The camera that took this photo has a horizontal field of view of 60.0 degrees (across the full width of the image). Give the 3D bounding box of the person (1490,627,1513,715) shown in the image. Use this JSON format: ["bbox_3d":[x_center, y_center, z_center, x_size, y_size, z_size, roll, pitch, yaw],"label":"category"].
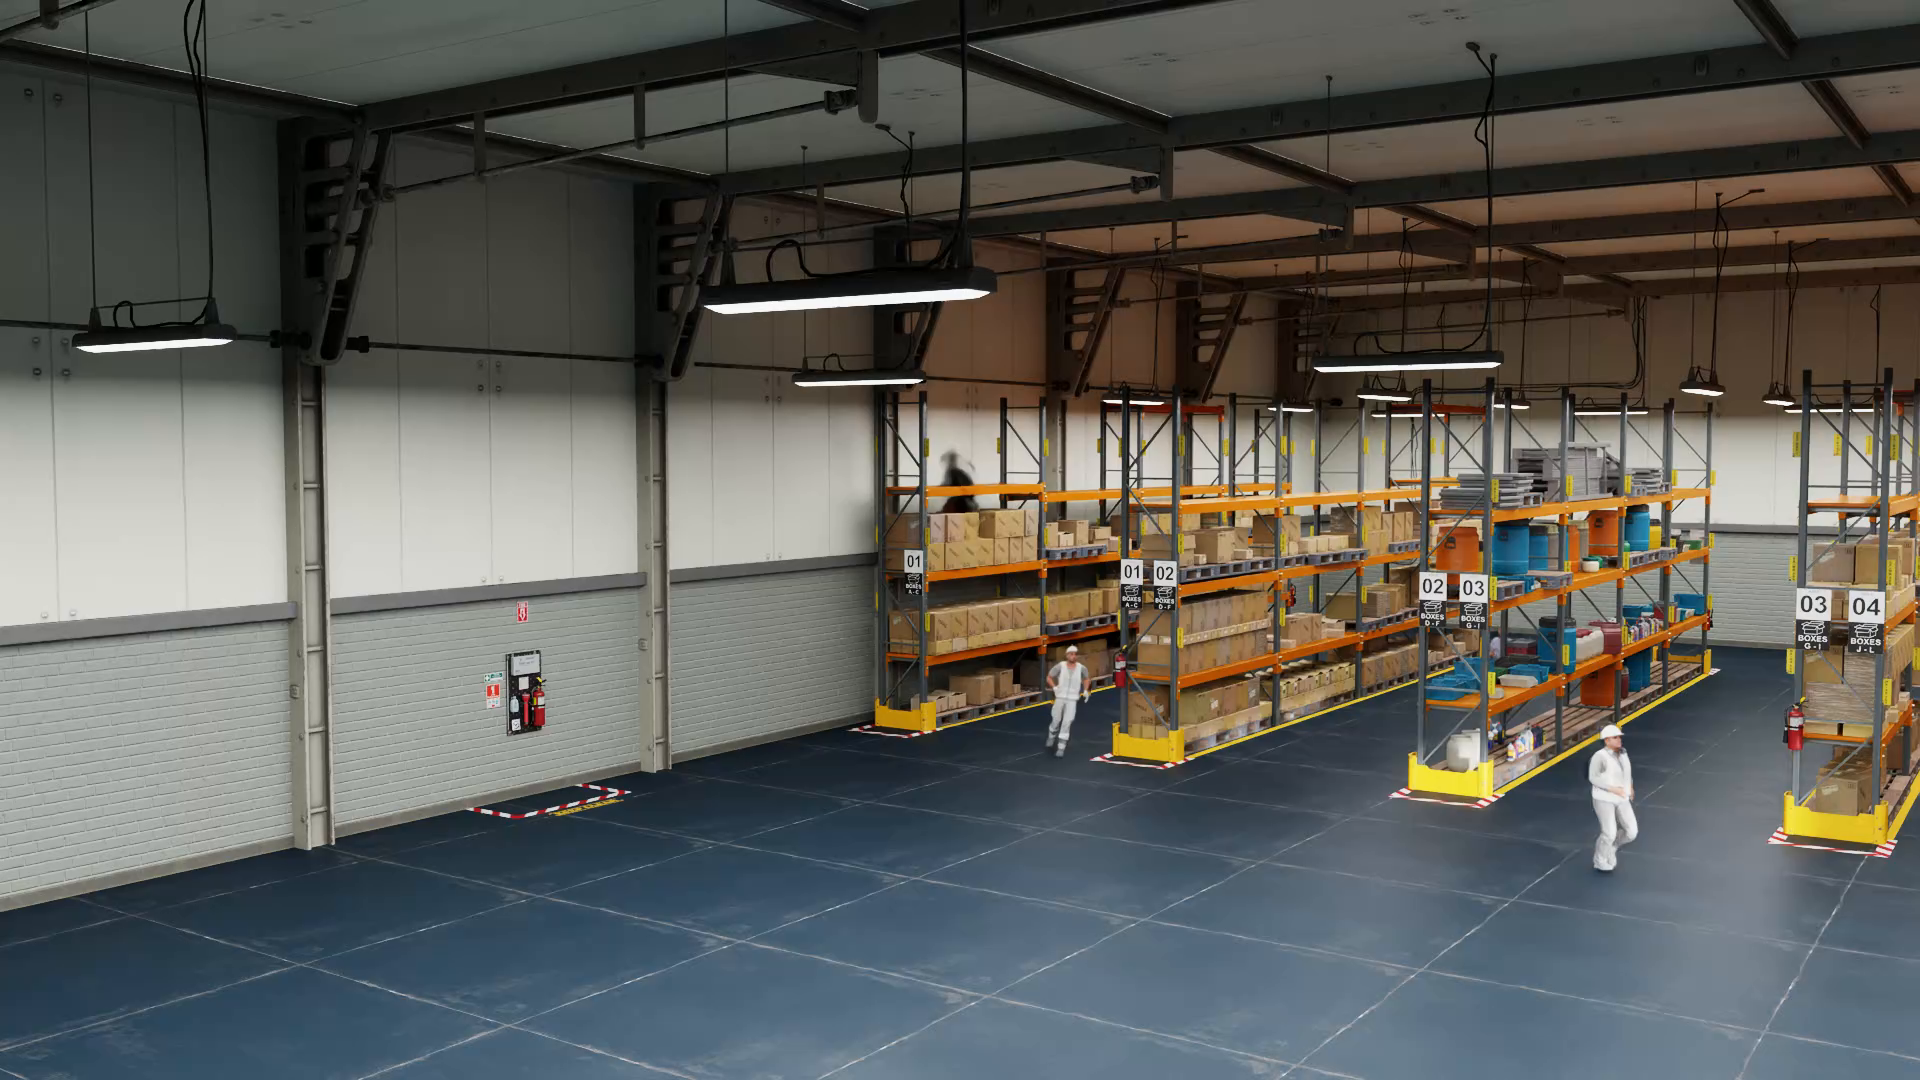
[{"bbox_3d":[10.227,2.452,31.364,0.582,1.695,0.680,2,4,33],"label":"person"}]

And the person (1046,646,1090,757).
[{"bbox_3d":[1.764,2.600,27.122,0.717,1.749,0.986,0,3,1],"label":"person"}]

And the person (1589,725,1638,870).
[{"bbox_3d":[7.711,3.040,19.528,0.699,1.729,0.584,-1,3,-21],"label":"person"}]
